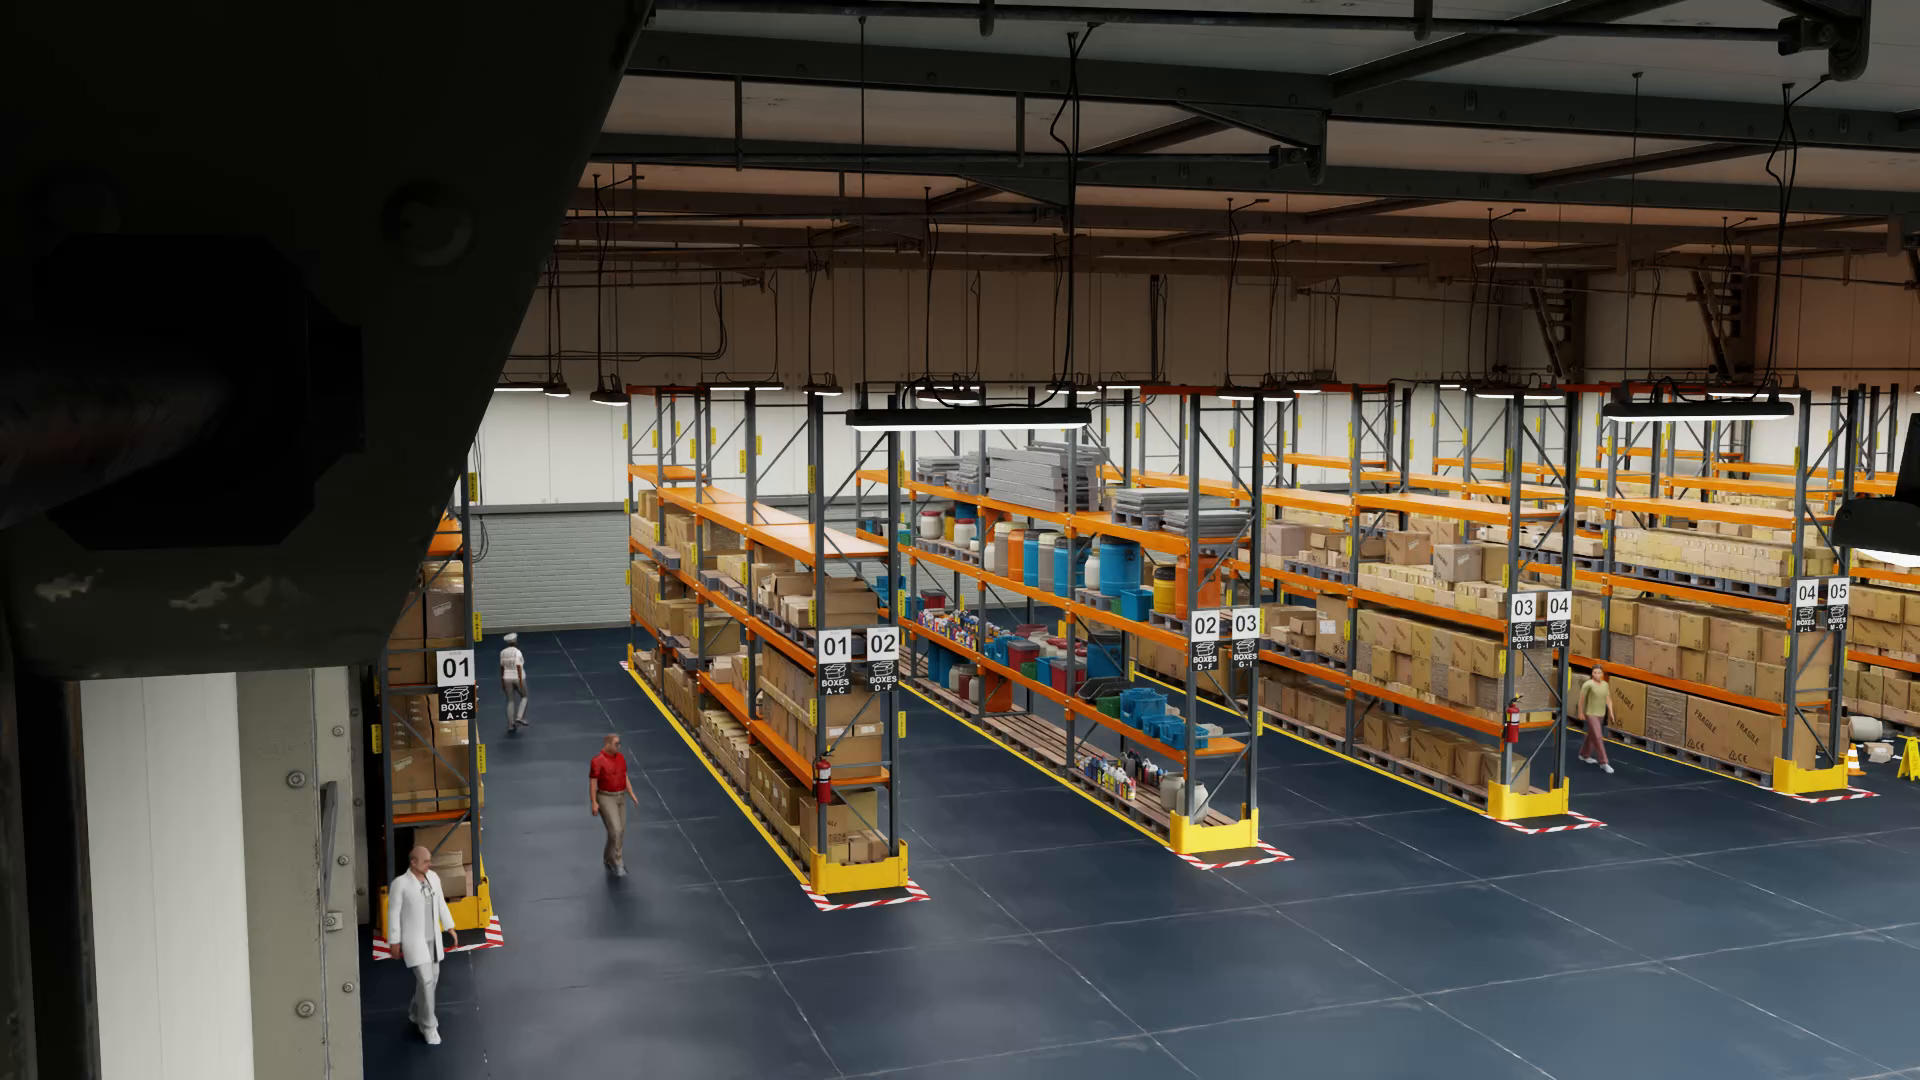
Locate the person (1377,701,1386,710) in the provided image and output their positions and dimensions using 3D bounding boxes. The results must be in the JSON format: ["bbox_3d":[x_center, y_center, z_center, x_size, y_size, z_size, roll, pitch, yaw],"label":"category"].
[{"bbox_3d":[7.584,2.360,30.591,0.504,1.641,0.417,-1,6,-10],"label":"person"}]

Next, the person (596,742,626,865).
[{"bbox_3d":[-4.379,3.299,20.985,0.468,1.538,0.417,3,7,29],"label":"person"}]

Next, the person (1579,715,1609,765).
[{"bbox_3d":[10.082,3.068,26.405,0.347,0.916,0.736,-2,6,-19],"label":"person"}]

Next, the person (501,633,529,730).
[{"bbox_3d":[-7.823,2.474,29.200,0.464,1.671,0.478,0,6,1],"label":"person"}]

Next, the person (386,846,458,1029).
[{"bbox_3d":[-5.123,3.867,15.858,0.517,1.505,0.611,3,7,29],"label":"person"}]
